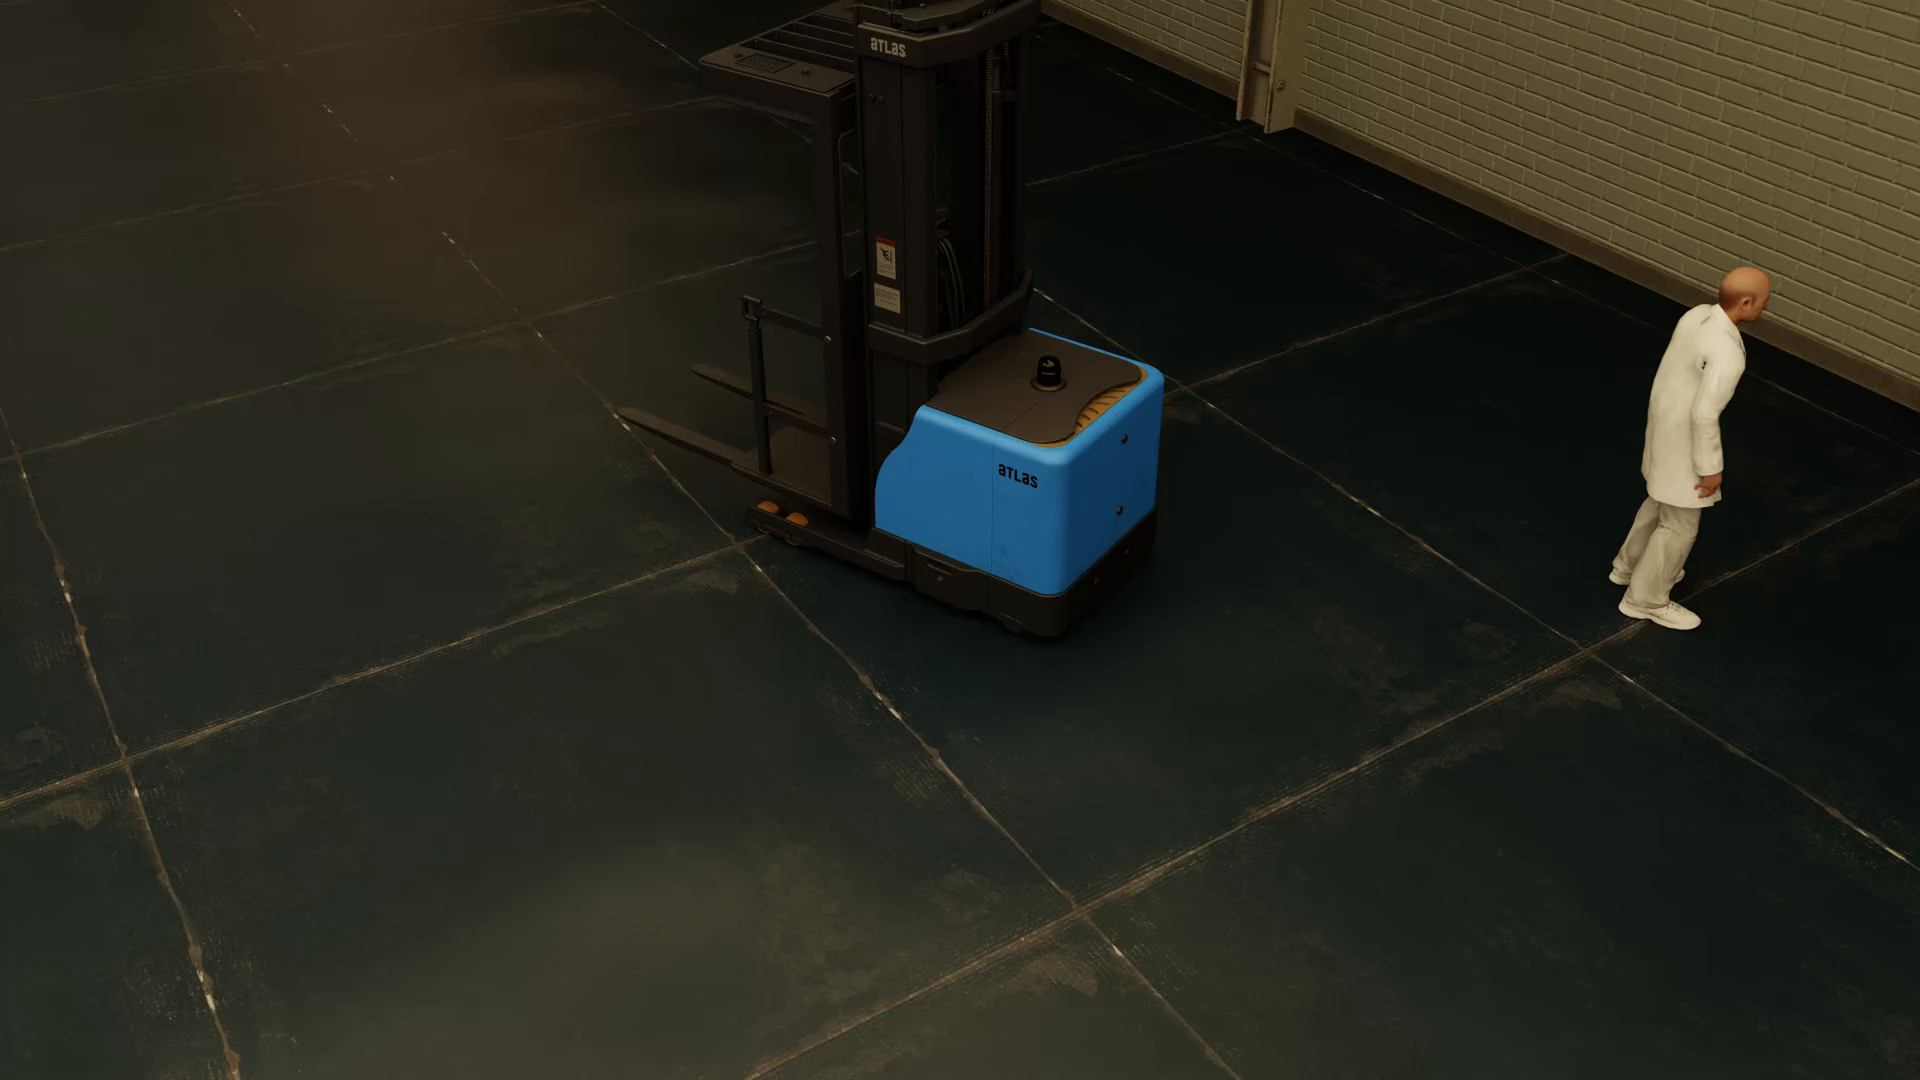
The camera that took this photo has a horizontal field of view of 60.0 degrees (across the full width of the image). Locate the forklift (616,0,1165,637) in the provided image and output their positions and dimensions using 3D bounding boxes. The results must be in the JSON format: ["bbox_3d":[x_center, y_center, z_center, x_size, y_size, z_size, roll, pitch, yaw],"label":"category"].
[{"bbox_3d":[-0.500,-1.399,8.138,3.031,2.935,1.130,22,41,28],"label":"forklift"}]

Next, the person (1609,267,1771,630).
[{"bbox_3d":[3.425,-0.459,7.807,0.423,1.774,0.655,5,35,6],"label":"person"}]
